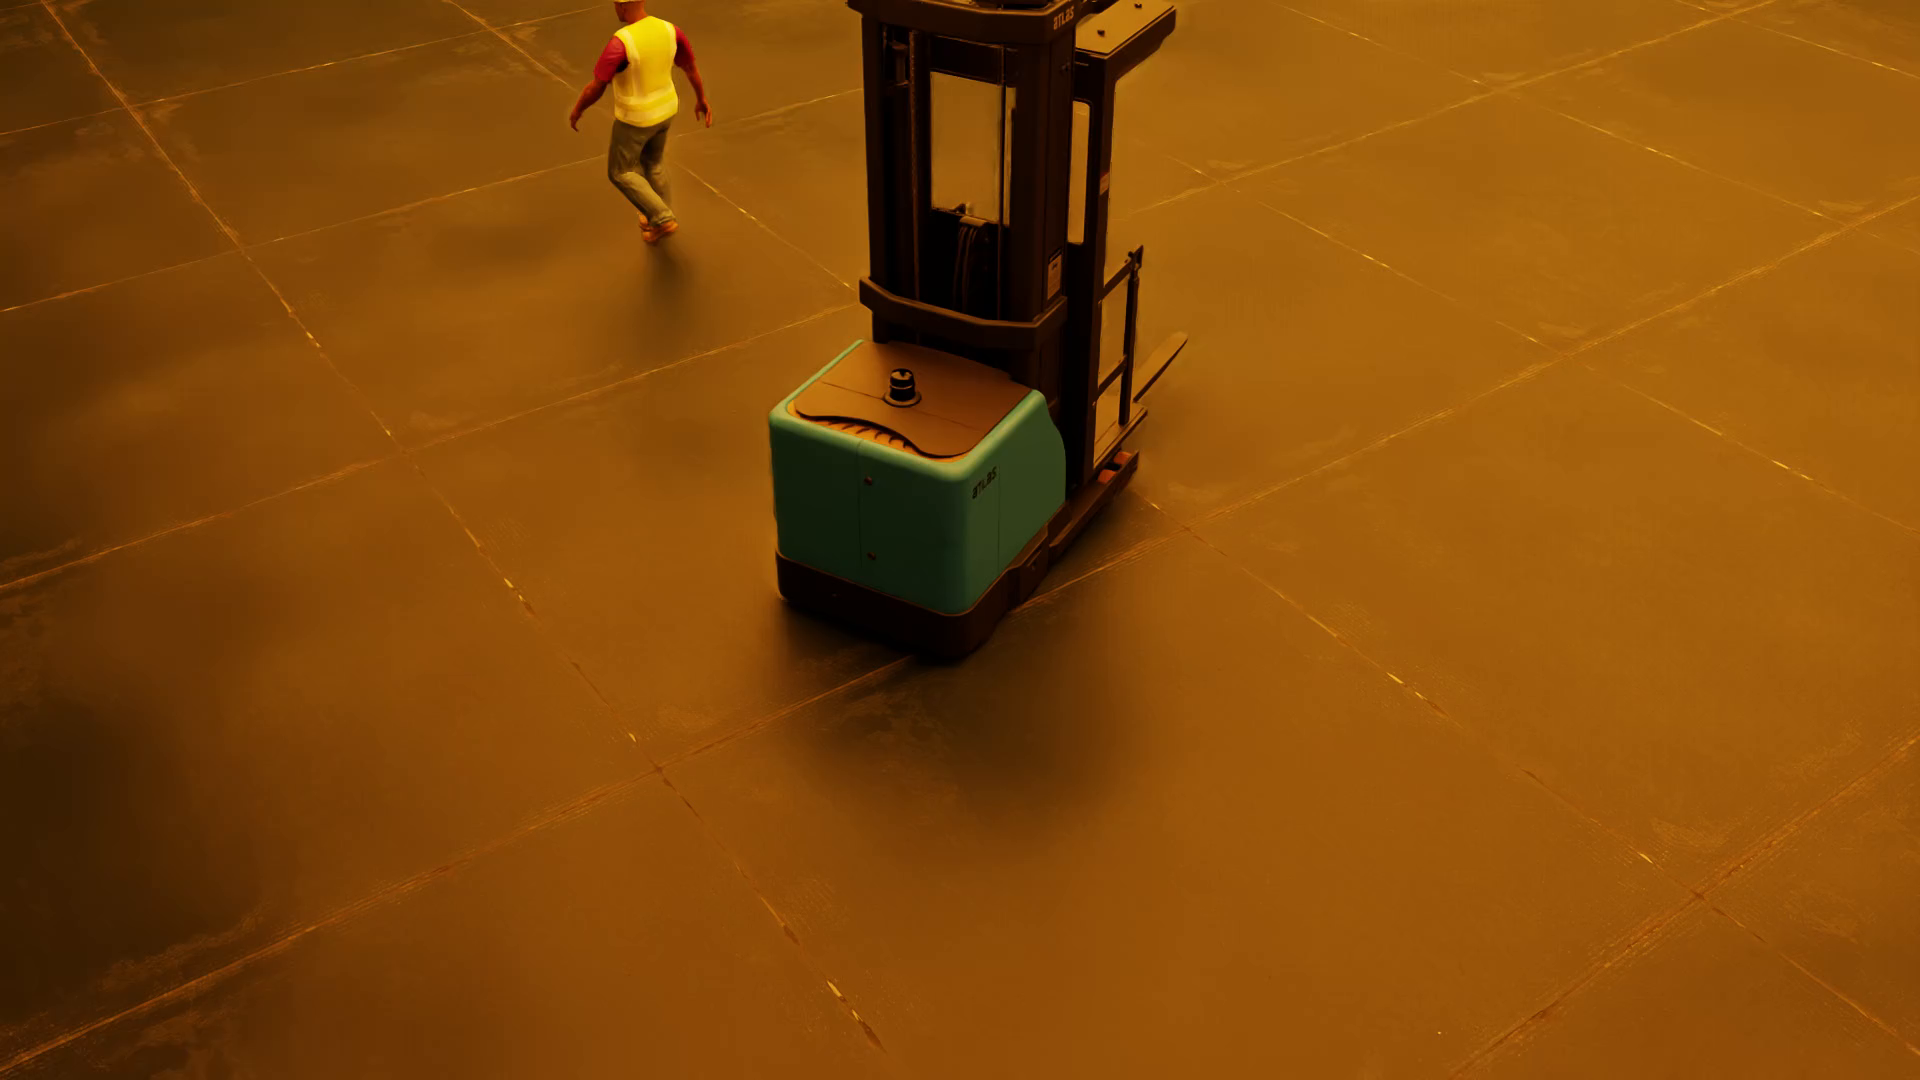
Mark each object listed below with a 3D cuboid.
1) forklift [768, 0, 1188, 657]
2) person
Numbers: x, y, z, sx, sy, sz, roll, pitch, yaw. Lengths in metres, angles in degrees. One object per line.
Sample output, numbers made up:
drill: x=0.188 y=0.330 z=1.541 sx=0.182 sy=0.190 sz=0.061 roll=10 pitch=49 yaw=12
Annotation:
forklift: x=0.289 y=-1.503 z=7.977 sx=1.130 sy=2.935 sz=3.031 roll=18 pitch=40 yaw=23
person: x=-2.008 y=-2.721 z=10.621 sx=0.583 sy=1.747 sz=0.829 roll=24 pitch=43 yaw=28
